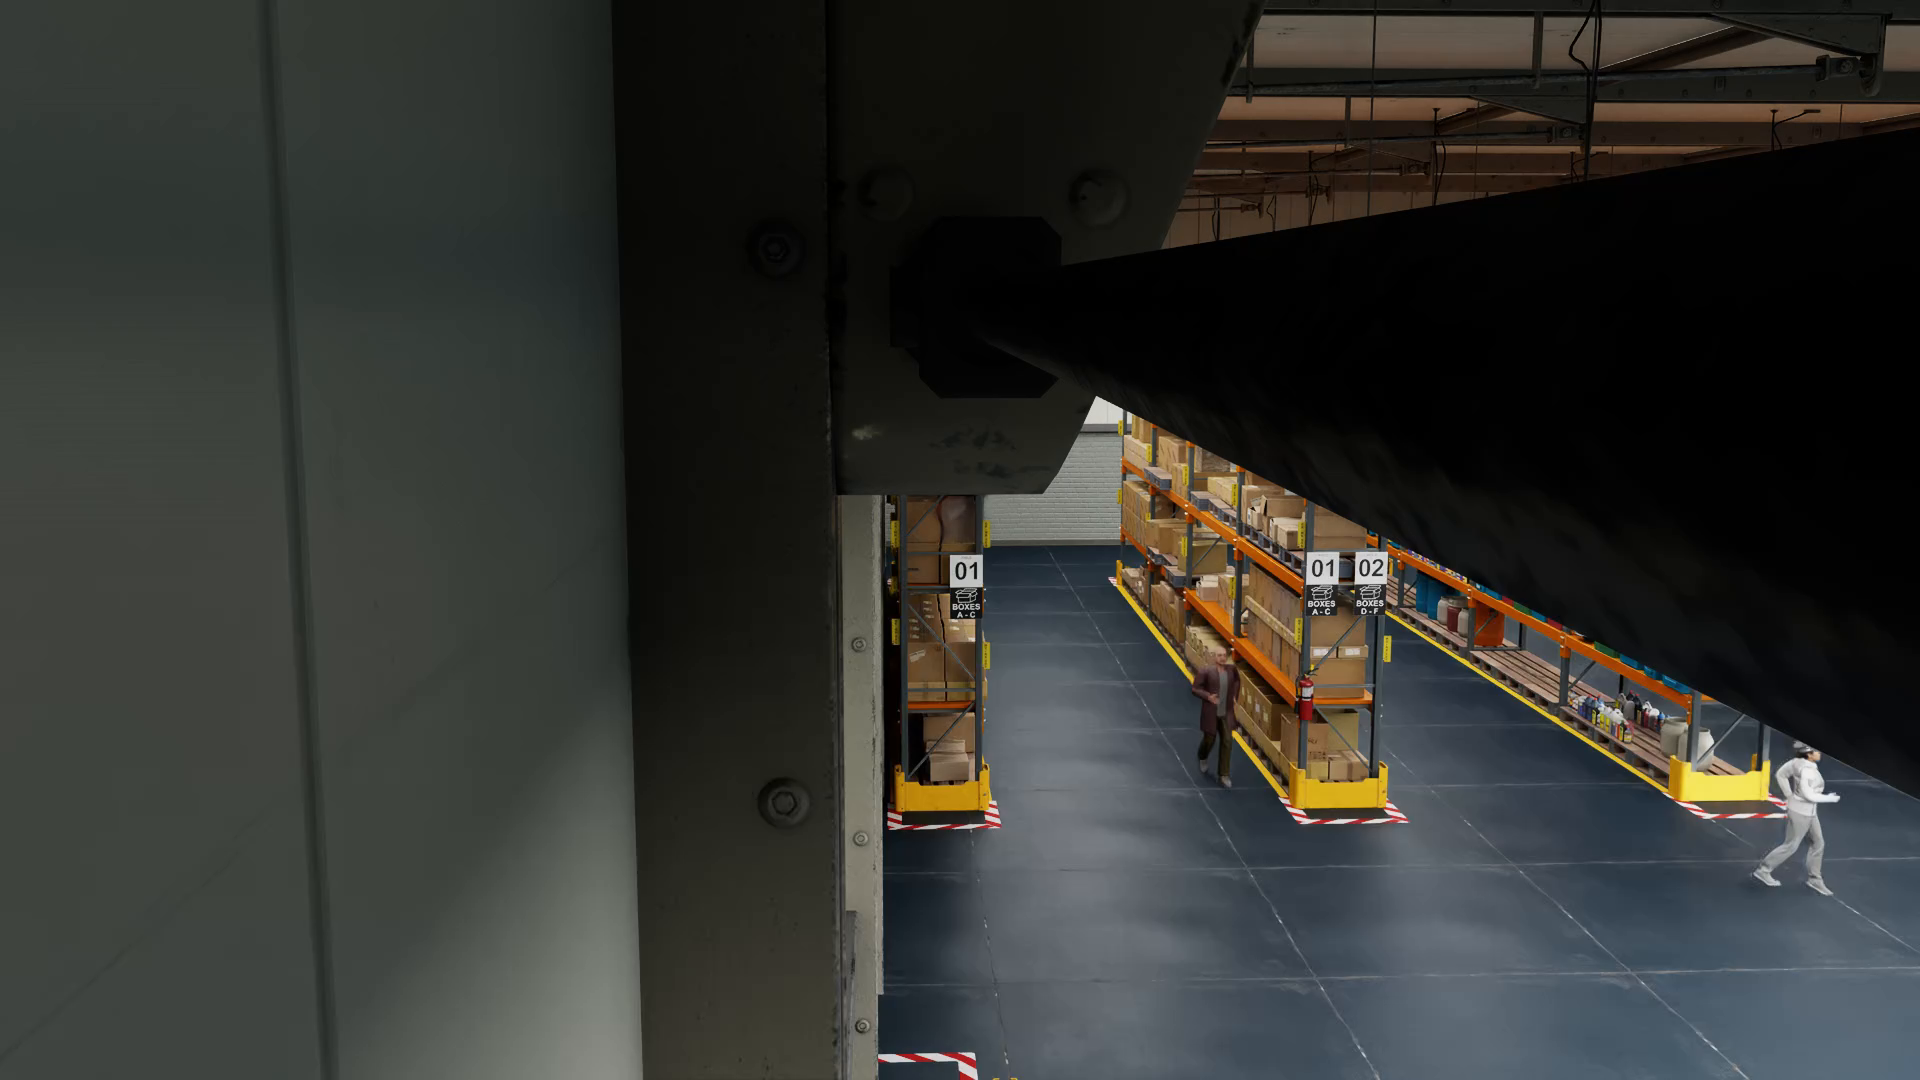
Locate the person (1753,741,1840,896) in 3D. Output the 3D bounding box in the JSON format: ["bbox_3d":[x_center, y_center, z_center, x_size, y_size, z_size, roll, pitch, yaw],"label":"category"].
[{"bbox_3d":[8.878,2.919,17.611,0.783,1.742,0.578,4,9,24],"label":"person"}]

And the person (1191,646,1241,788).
[{"bbox_3d":[3.353,2.246,21.638,0.719,1.764,0.984,-1,9,-9],"label":"person"}]
